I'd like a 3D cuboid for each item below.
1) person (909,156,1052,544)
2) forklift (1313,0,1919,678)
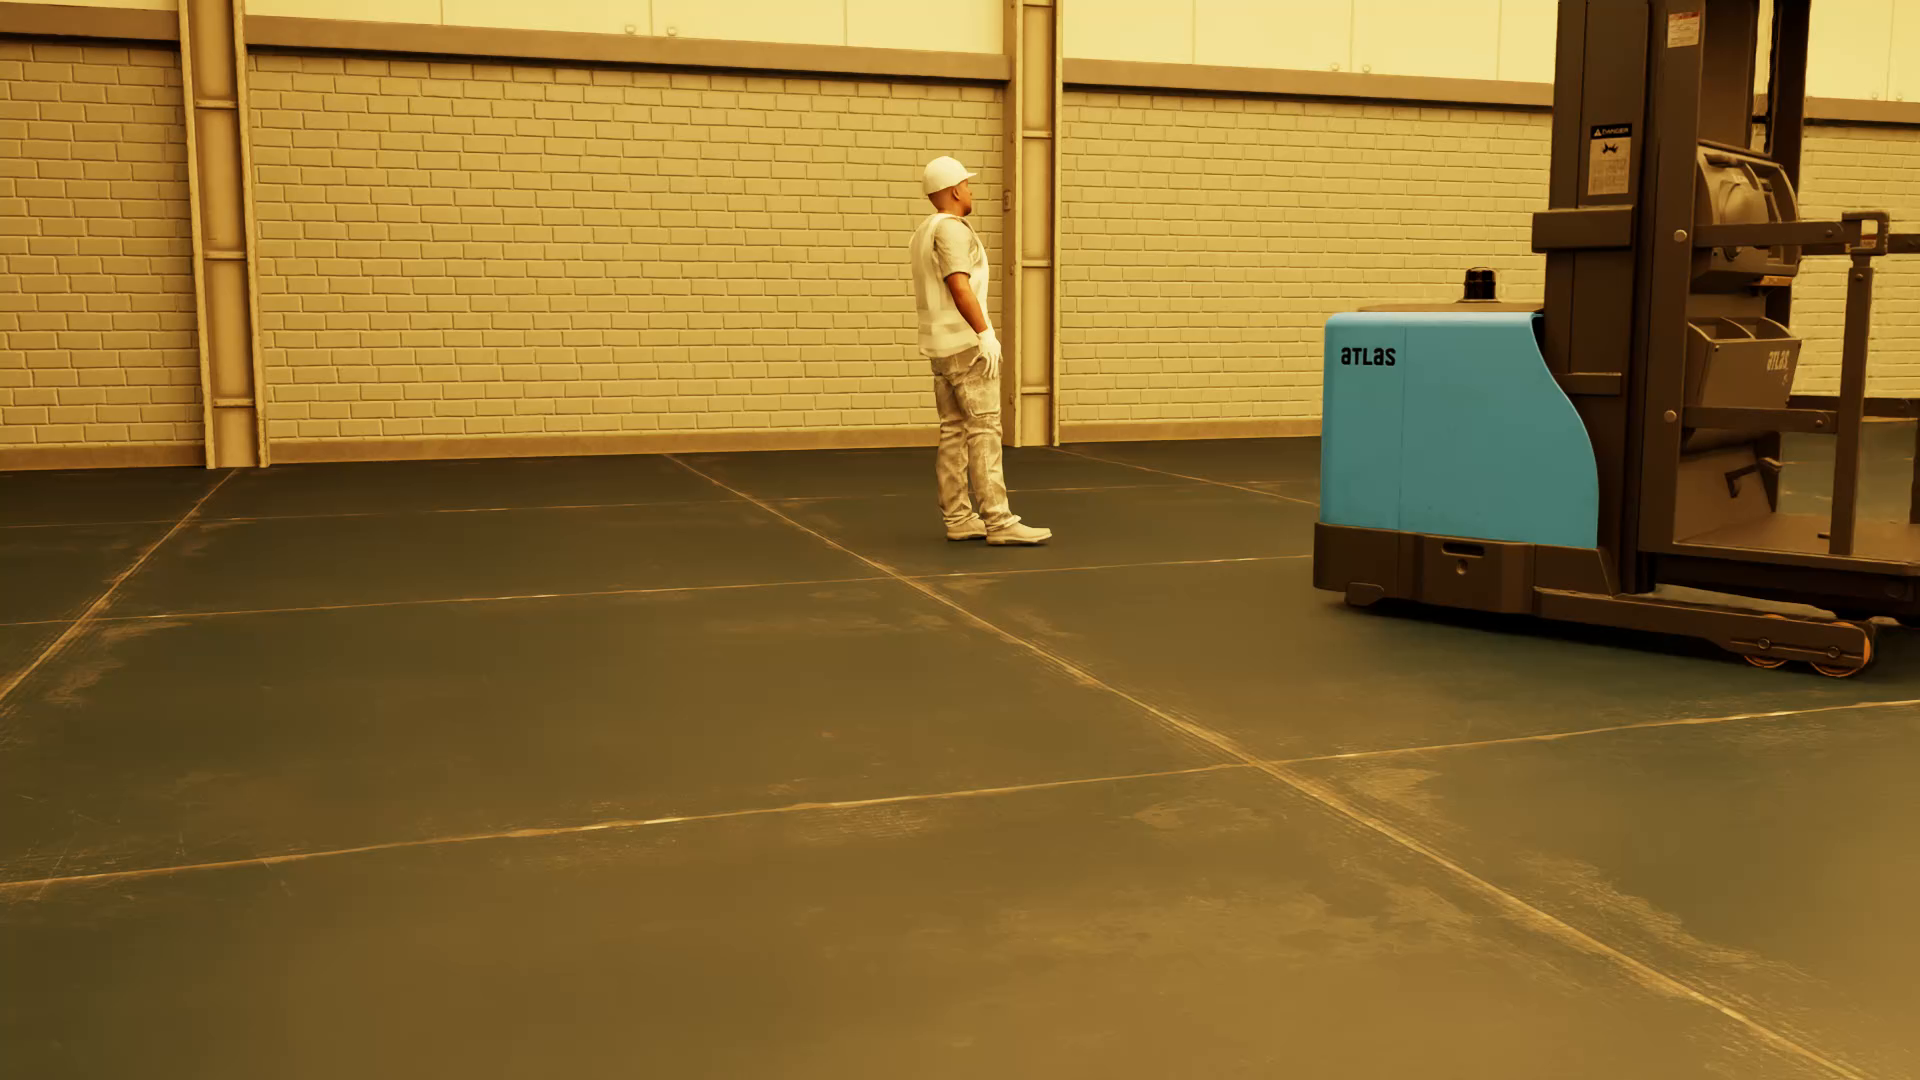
[{"bbox_3d":[0.071,-0.892,7.818,0.575,1.784,0.656,-3,8,-18],"label":"person"},{"bbox_3d":[2.736,-1.124,5.311,3.031,2.935,1.130,7,10,41],"label":"forklift"}]
